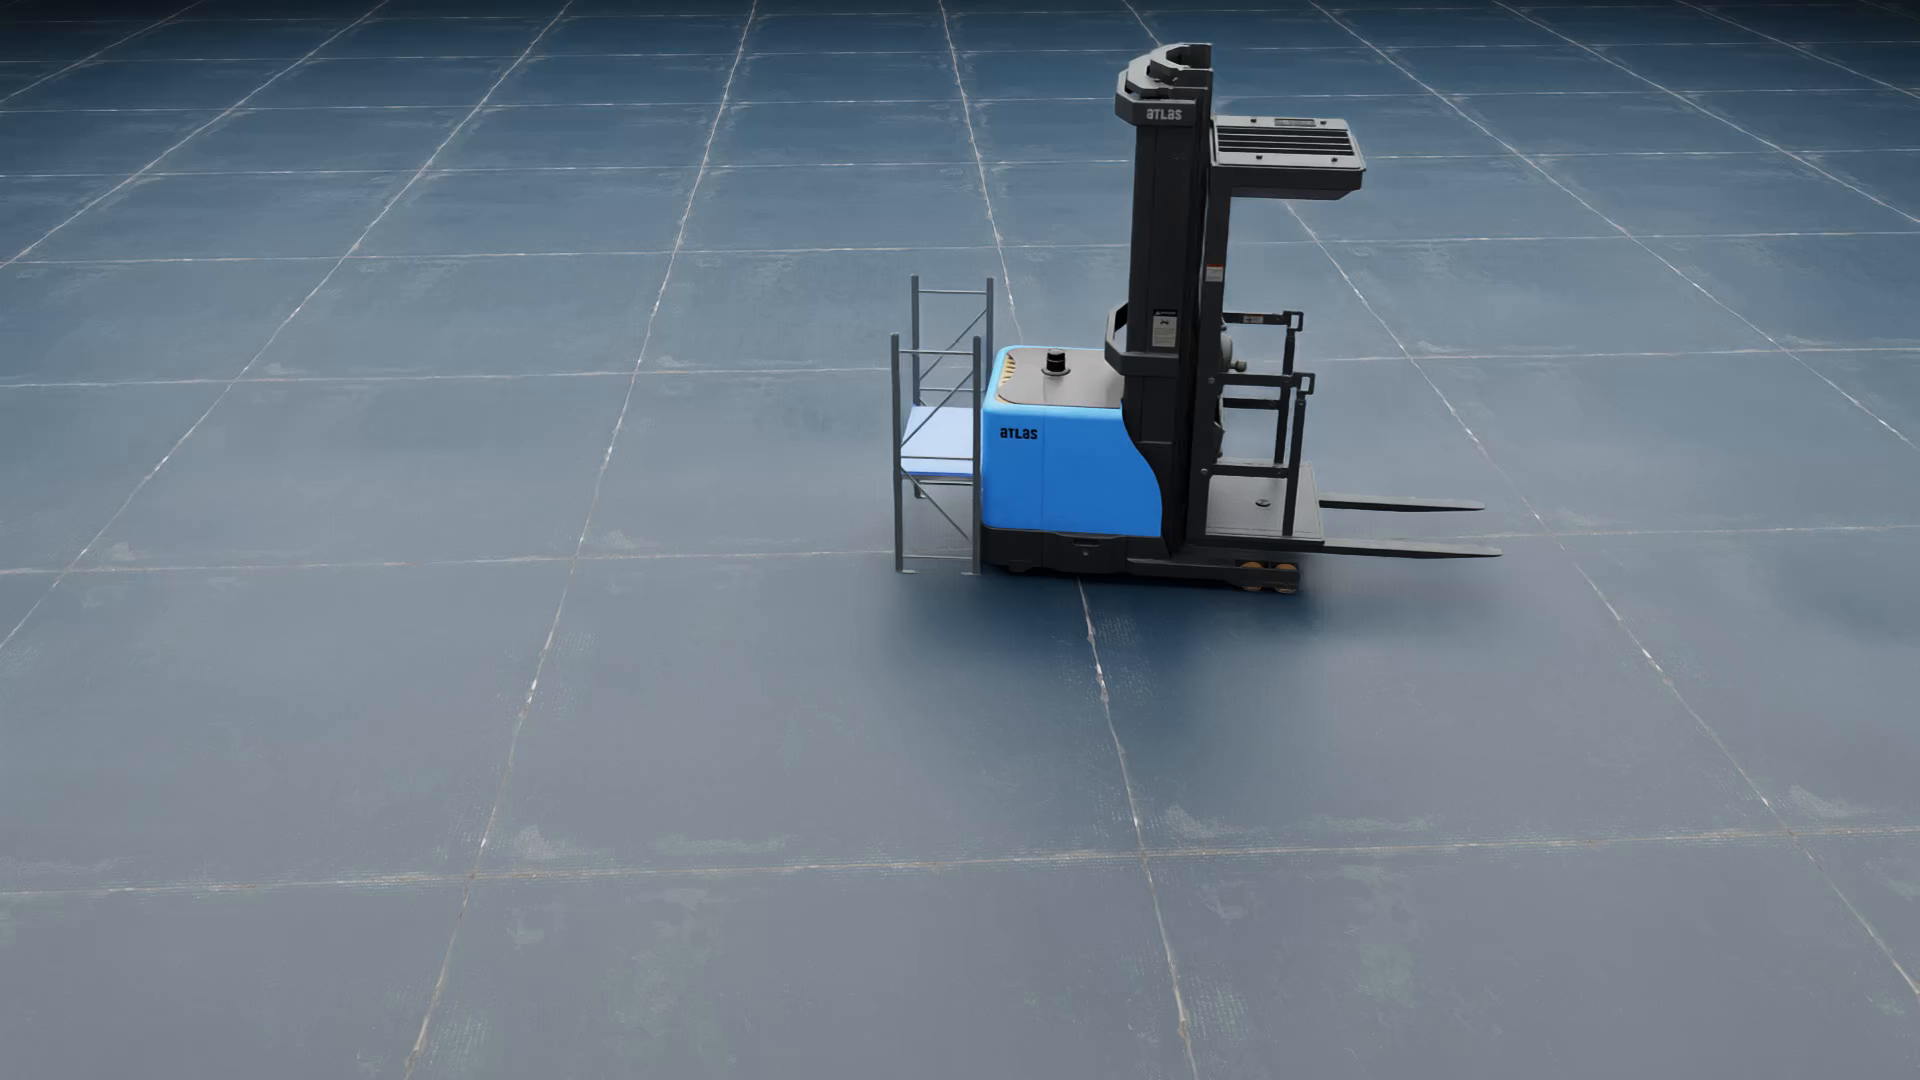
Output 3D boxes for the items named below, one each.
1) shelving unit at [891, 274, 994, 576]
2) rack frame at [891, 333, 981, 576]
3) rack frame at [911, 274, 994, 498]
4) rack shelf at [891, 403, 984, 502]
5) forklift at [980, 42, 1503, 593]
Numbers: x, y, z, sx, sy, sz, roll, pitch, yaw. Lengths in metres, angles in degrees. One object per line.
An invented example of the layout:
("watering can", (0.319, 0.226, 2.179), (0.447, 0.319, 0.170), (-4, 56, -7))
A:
("shelving unit", (-0.089, -0.700, 9.971), (0.538, 1.500, 1.048), (2, 28, 4))
("rack frame", (-0.132, -0.466, 9.522), (0.500, 1.500, 0.032), (2, 28, 4))
("rack frame", (-0.046, -0.935, 10.420), (0.500, 1.500, 0.032), (2, 28, 4))
("rack shelf", (-0.089, -0.541, 10.054), (0.538, 0.185, 1.000), (2, 28, 4))
("forklift", (1.670, -1.252, 9.481), (3.031, 2.935, 1.130), (3, 28, 6))
